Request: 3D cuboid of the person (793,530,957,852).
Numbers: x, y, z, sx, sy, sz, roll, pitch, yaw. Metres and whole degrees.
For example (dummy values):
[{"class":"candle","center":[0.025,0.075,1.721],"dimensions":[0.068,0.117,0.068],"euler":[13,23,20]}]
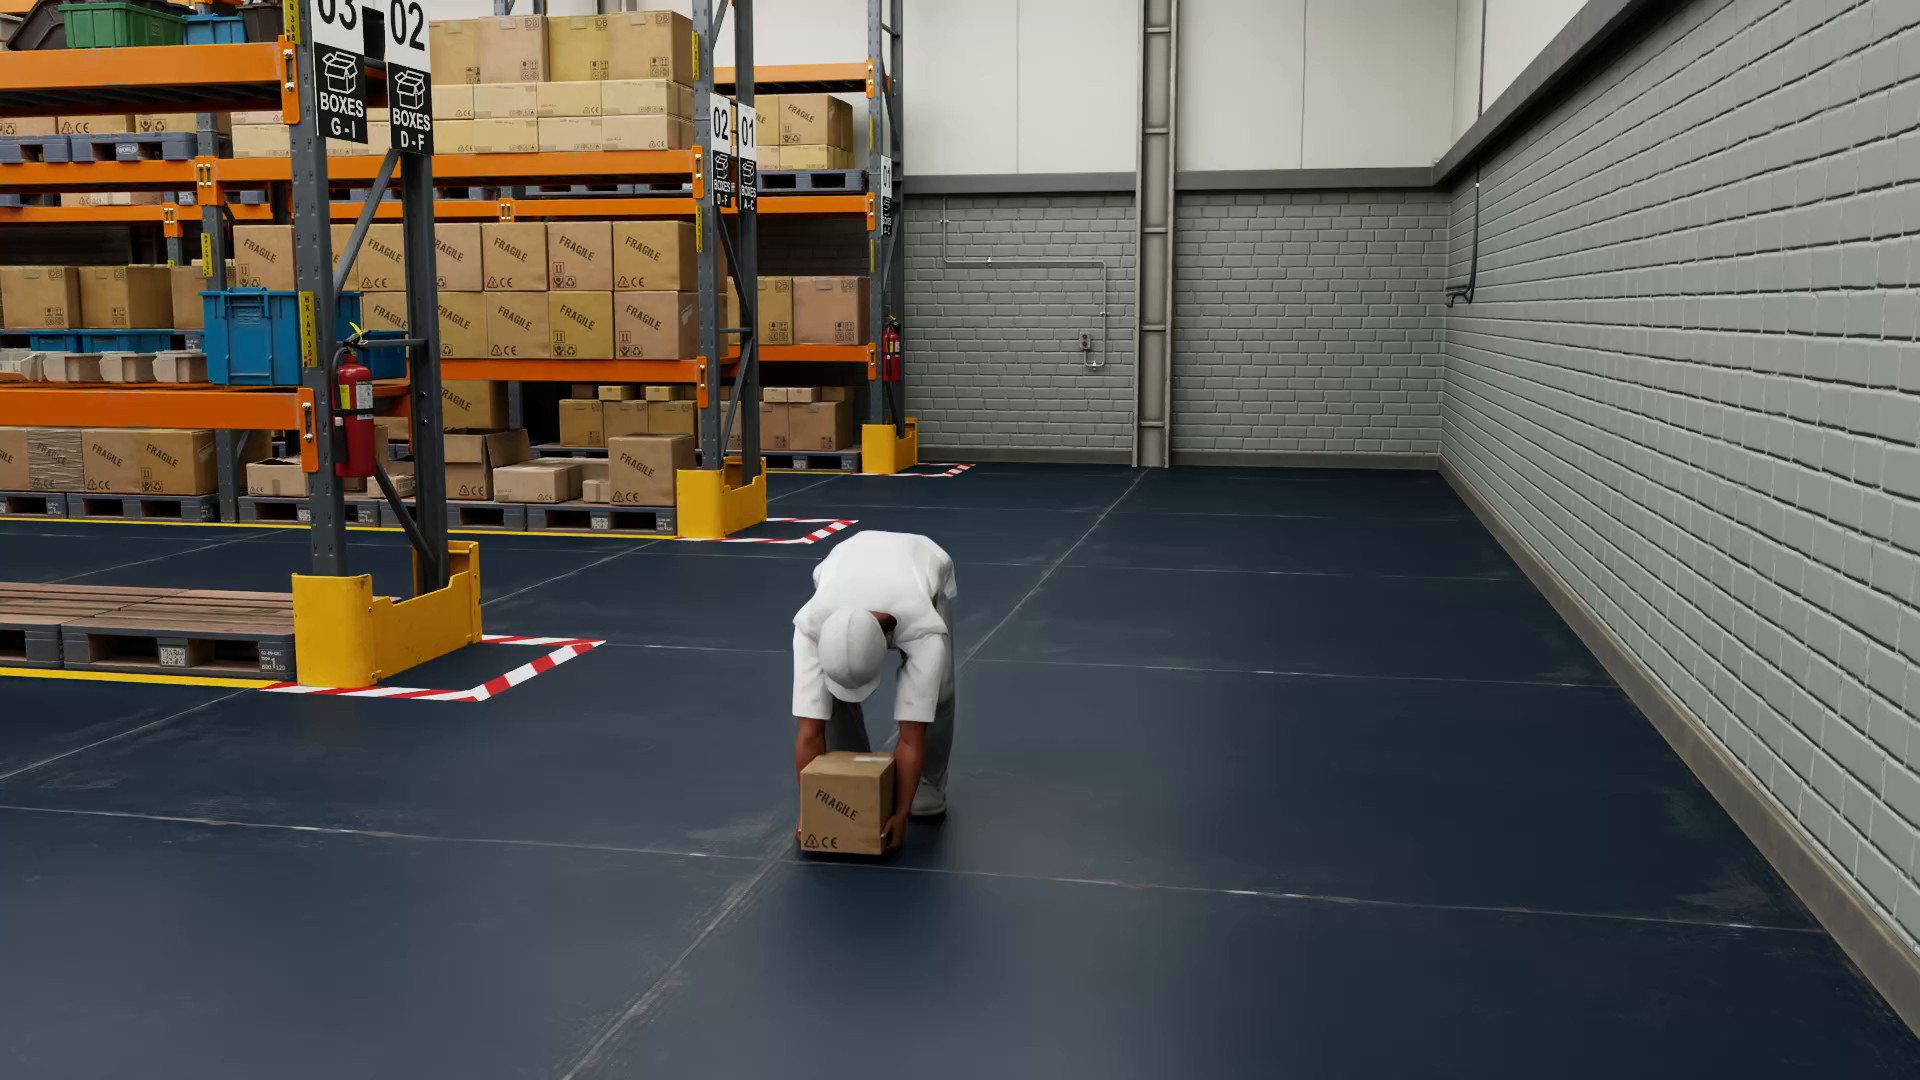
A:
[{"class":"person","center":[-0.265,0.463,5.388],"dimensions":[0.498,0.939,0.974],"euler":[1,8,8]}]
